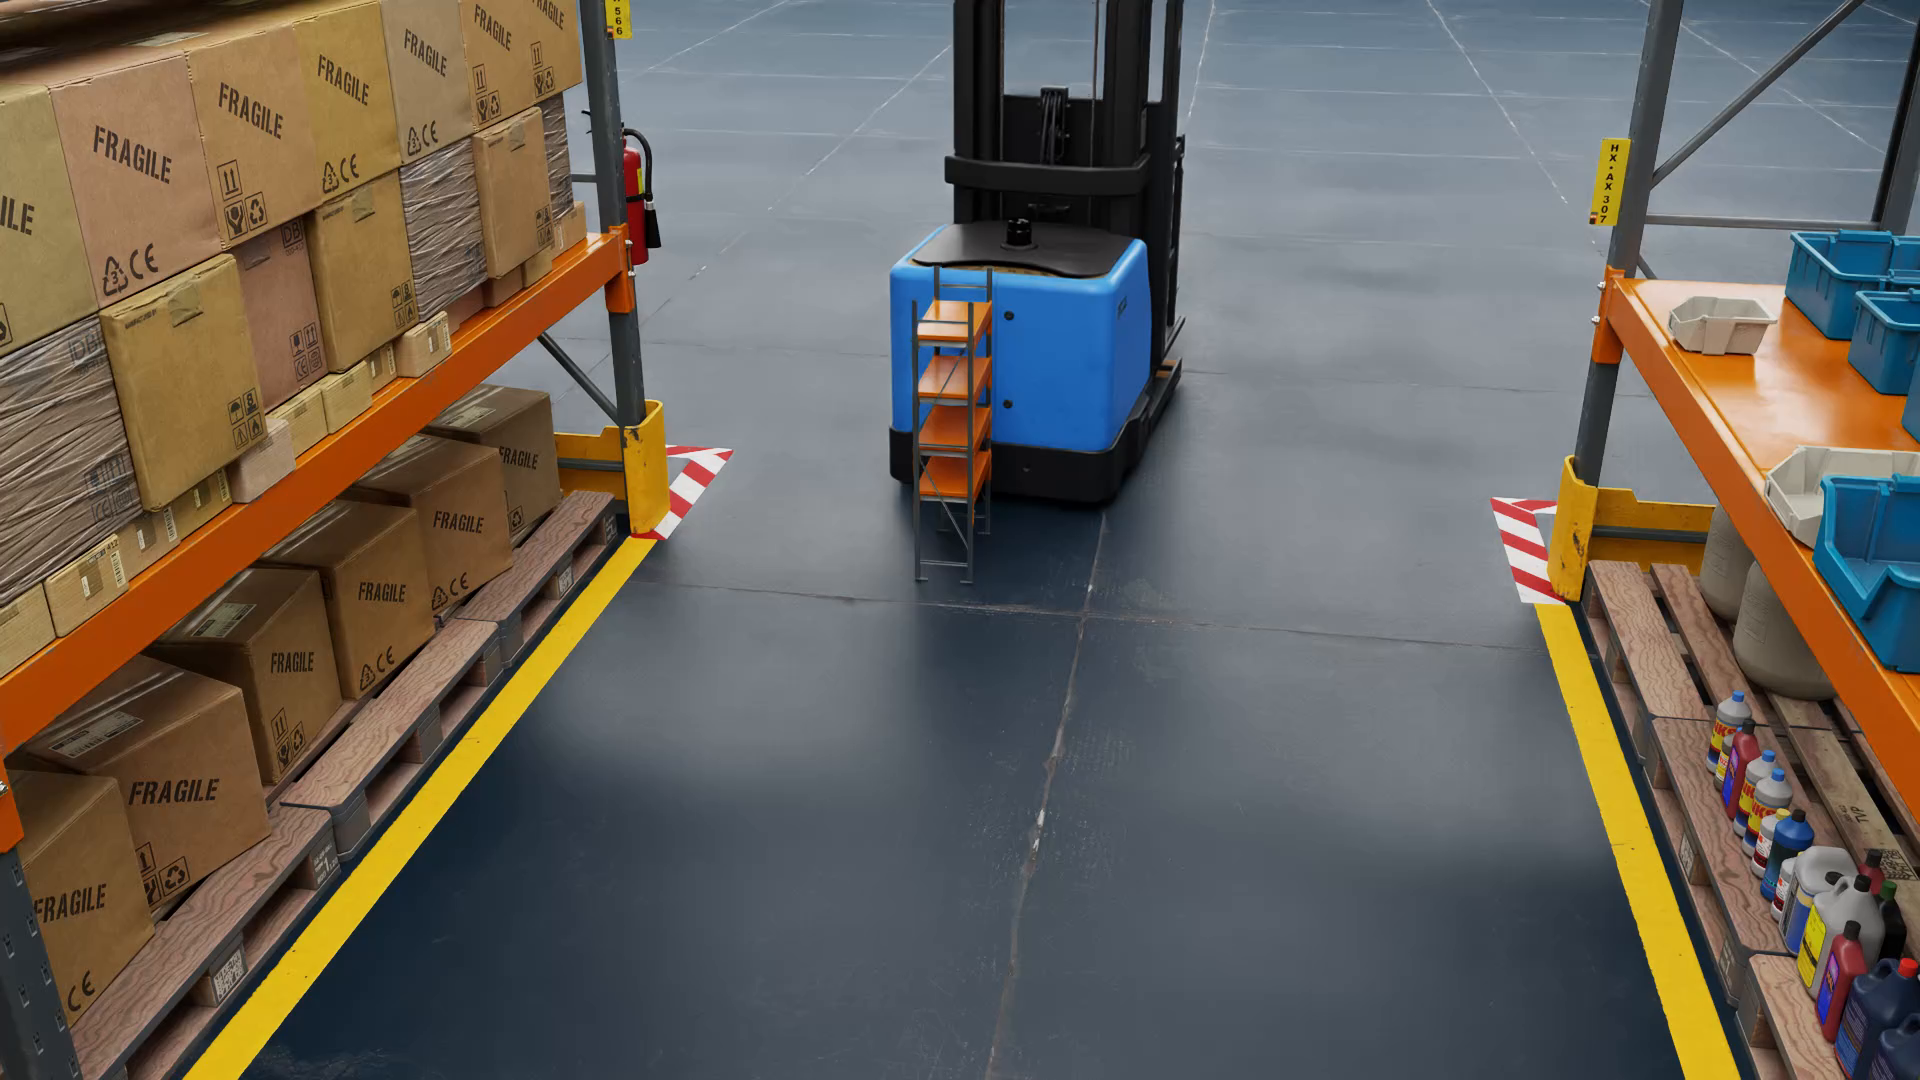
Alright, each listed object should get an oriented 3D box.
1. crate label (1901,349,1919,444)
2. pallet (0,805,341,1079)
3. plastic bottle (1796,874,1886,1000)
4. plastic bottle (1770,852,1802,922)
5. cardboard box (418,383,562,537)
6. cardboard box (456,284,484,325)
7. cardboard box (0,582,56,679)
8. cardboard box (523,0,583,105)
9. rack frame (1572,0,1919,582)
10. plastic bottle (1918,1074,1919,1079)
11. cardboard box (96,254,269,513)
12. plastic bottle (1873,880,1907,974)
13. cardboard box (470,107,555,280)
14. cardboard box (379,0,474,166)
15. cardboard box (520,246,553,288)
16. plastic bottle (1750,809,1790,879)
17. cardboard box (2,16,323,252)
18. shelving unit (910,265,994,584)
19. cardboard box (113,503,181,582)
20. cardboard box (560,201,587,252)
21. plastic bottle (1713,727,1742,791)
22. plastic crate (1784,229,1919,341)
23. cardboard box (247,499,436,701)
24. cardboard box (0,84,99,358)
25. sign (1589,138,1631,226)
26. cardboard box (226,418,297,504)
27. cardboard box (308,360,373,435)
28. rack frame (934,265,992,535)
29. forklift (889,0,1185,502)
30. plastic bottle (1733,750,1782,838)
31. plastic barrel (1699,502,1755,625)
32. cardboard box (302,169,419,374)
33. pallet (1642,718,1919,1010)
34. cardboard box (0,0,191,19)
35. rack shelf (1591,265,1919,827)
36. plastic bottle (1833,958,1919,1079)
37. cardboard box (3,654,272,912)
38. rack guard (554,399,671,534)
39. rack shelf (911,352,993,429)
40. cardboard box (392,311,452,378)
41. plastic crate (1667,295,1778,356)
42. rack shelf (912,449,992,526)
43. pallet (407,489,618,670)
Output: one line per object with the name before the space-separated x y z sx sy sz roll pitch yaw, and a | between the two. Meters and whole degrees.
crate label | 2.955 -0.409 4.544 0.502 0.435 0.616 4 25 9
pallet | -2.477 1.128 4.592 1.003 0.211 1.213 4 25 9
plastic bottle | 2.240 0.987 4.209 0.144 0.351 0.185 4 25 8
plastic bottle | 2.263 0.936 4.495 0.097 0.201 0.097 0 25 0
cardboard box | -2.016 -0.323 6.855 0.500 0.500 0.500 9 27 18
cardboard box | -1.910 -0.860 5.845 0.380 0.149 0.250 4 25 9
cardboard box | -2.220 0.193 3.596 0.380 0.149 0.250 4 25 9
cardboard box | -1.744 -1.911 6.145 0.500 0.500 0.500 4 25 9
rack frame | 2.989 -1.182 6.237 1.000 3.000 0.127 4 25 9
plastic bottle | 2.088 1.298 3.624 0.061 0.283 0.133 5 26 11
cardboard box | -2.300 -0.423 4.146 0.875 0.500 0.500 4 25 9
plastic bottle | 2.345 1.014 4.231 0.061 0.283 0.133 4 25 9
cardboard box | -1.978 -1.259 5.933 0.875 0.500 0.500 4 25 9
cardboard box | -1.904 -1.492 5.251 0.500 0.500 0.500 4 25 9
cardboard box | -1.772 -1.065 6.283 0.380 0.149 0.250 4 25 9
plastic bottle | 2.296 0.850 4.678 0.097 0.201 0.097 0 25 0
cardboard box | -2.065 -1.074 4.357 0.500 0.500 0.500 4 25 9
shelving unit | -0.027 -0.474 6.848 0.258 1.200 0.503 4 25 9
cardboard box | -2.152 -0.017 4.045 0.380 0.149 0.250 4 25 9
cardboard box | -1.741 -1.278 6.738 0.380 0.149 0.250 4 25 9
plastic bottle | 2.368 0.666 5.070 0.097 0.201 0.097 0 25 0
plastic crate | 3.202 -0.884 5.777 0.499 0.251 0.616 4 25 9
cardboard box | -2.201 0.190 5.759 0.500 0.500 0.500 6 26 13
cardboard box | -2.227 -0.655 3.464 0.500 0.500 0.500 4 25 9
sign | 2.447 -1.347 6.263 0.100 0.325 0.005 4 25 9
cardboard box | -2.039 -0.224 4.487 0.380 0.149 0.250 4 25 9
cardboard box | -1.988 -0.436 4.939 0.380 0.149 0.250 4 25 9
rack frame | 0.013 -0.576 7.066 0.240 1.200 0.015 4 25 9
forklift | 0.572 -2.098 8.275 1.130 2.935 3.031 7 26 14
plastic bottle | 2.329 0.735 4.842 0.097 0.271 0.097 0 25 0
plastic barrel | 2.956 0.035 6.076 0.421 0.512 0.421 0 25 0
cardboard box | -2.196 -0.845 5.048 0.875 0.500 0.500 4 25 9
pallet | 2.683 0.964 4.941 1.003 0.211 1.213 4 25 9
cardboard box | -2.501 -1.319 4.882 0.500 0.500 0.500 4 25 9
rack shelf | 2.662 -0.020 4.602 1.077 0.370 4.000 4 25 9
plastic bottle | 2.187 1.122 3.920 0.144 0.351 0.185 3 25 6
cardboard box | -2.360 0.685 4.701 0.500 0.500 0.500 13 28 25
rack guard | -1.910 -0.361 7.432 1.175 0.500 0.348 4 25 9
rack shelf | -0.027 -0.616 6.781 0.258 0.148 0.480 4 25 9
cardboard box | -1.882 -0.643 5.382 0.380 0.149 0.250 4 25 9
plastic crate | 2.525 -0.710 5.540 0.298 0.136 0.250 4 25 9
rack shelf | -0.027 -0.233 6.960 0.258 0.148 0.480 4 25 9
pallet | -2.078 0.107 6.772 1.003 0.211 1.213 4 25 9
